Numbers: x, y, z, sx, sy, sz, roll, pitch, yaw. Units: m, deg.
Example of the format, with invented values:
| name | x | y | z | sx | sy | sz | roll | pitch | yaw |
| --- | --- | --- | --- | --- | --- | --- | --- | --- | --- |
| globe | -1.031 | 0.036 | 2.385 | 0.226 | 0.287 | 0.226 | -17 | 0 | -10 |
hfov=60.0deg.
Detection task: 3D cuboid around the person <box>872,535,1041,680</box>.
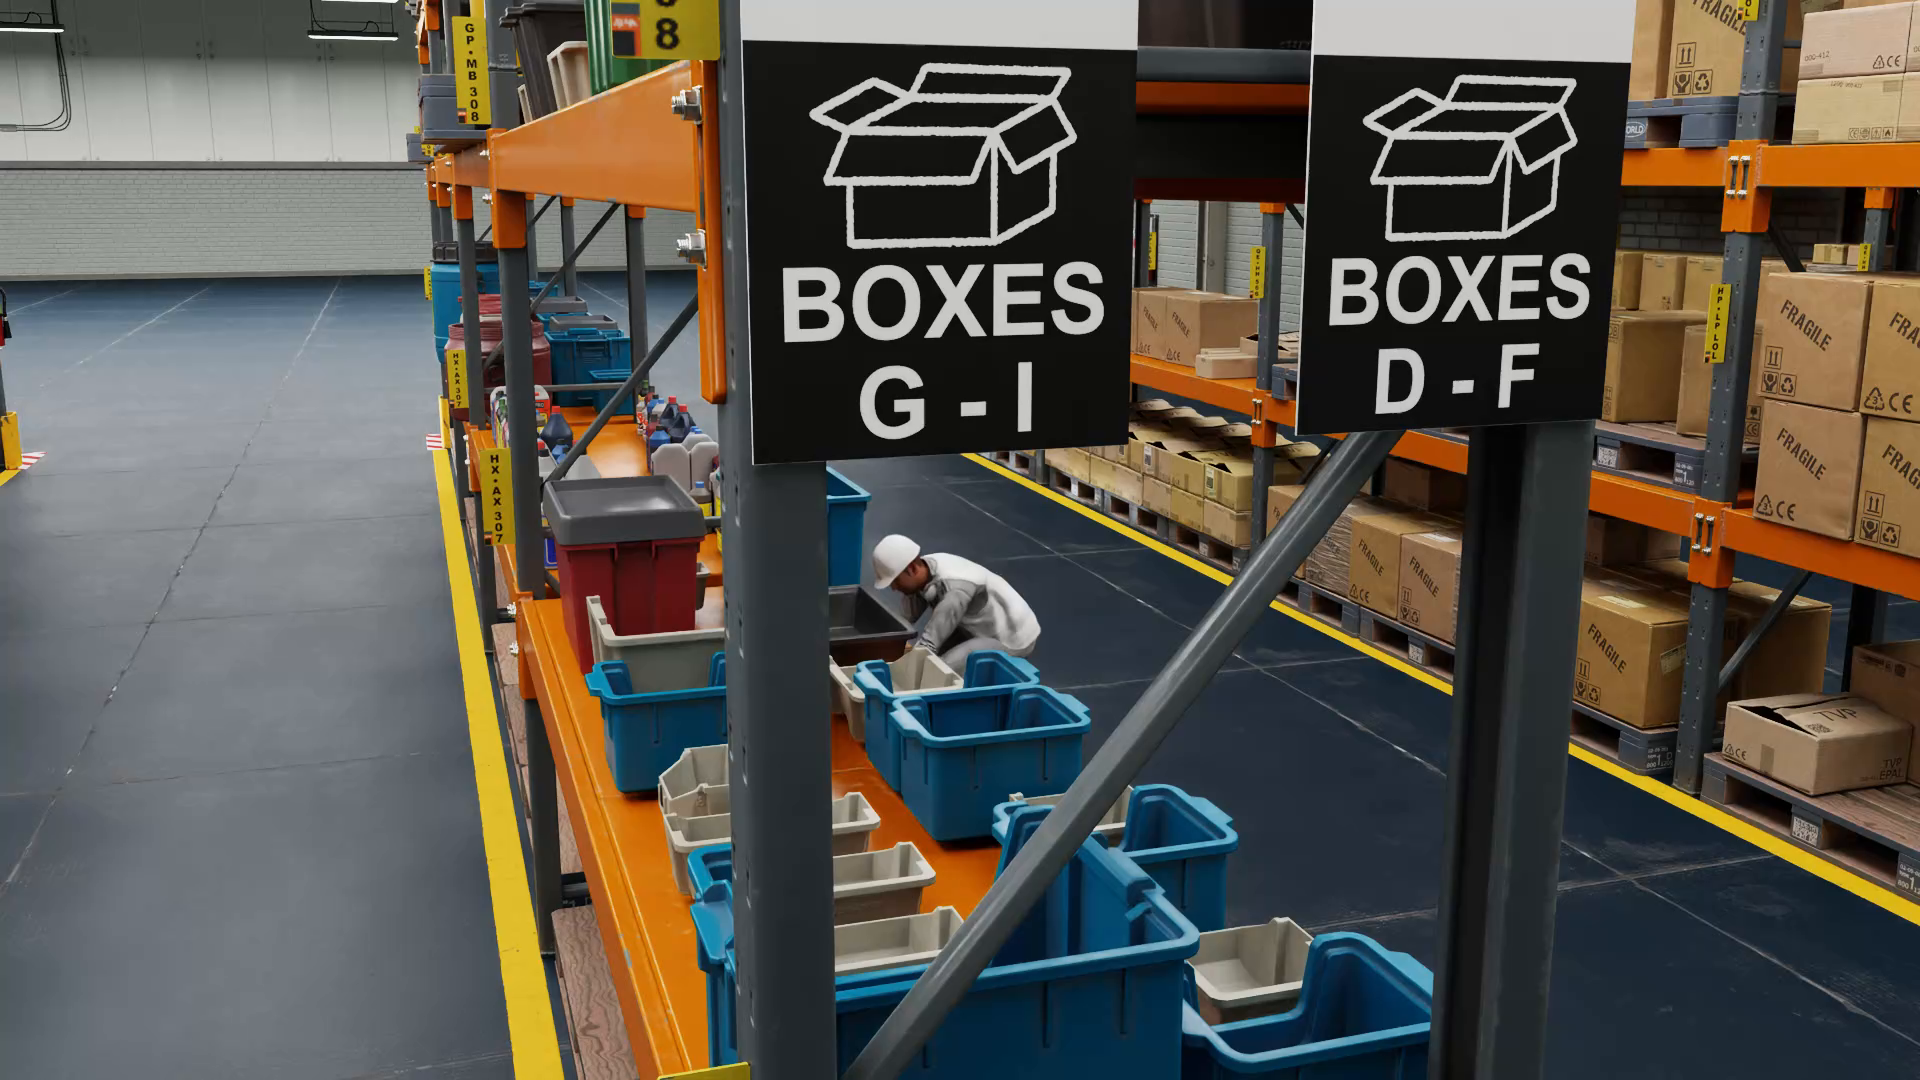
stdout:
| name | x | y | z | sx | sy | sz | roll | pitch | yaw |
| --- | --- | --- | --- | --- | --- | --- | --- | --- | --- |
| person | -0.042 | 0.437 | 8.227 | 0.878 | 1.005 | 0.540 | -4 | 13 | -18 |
